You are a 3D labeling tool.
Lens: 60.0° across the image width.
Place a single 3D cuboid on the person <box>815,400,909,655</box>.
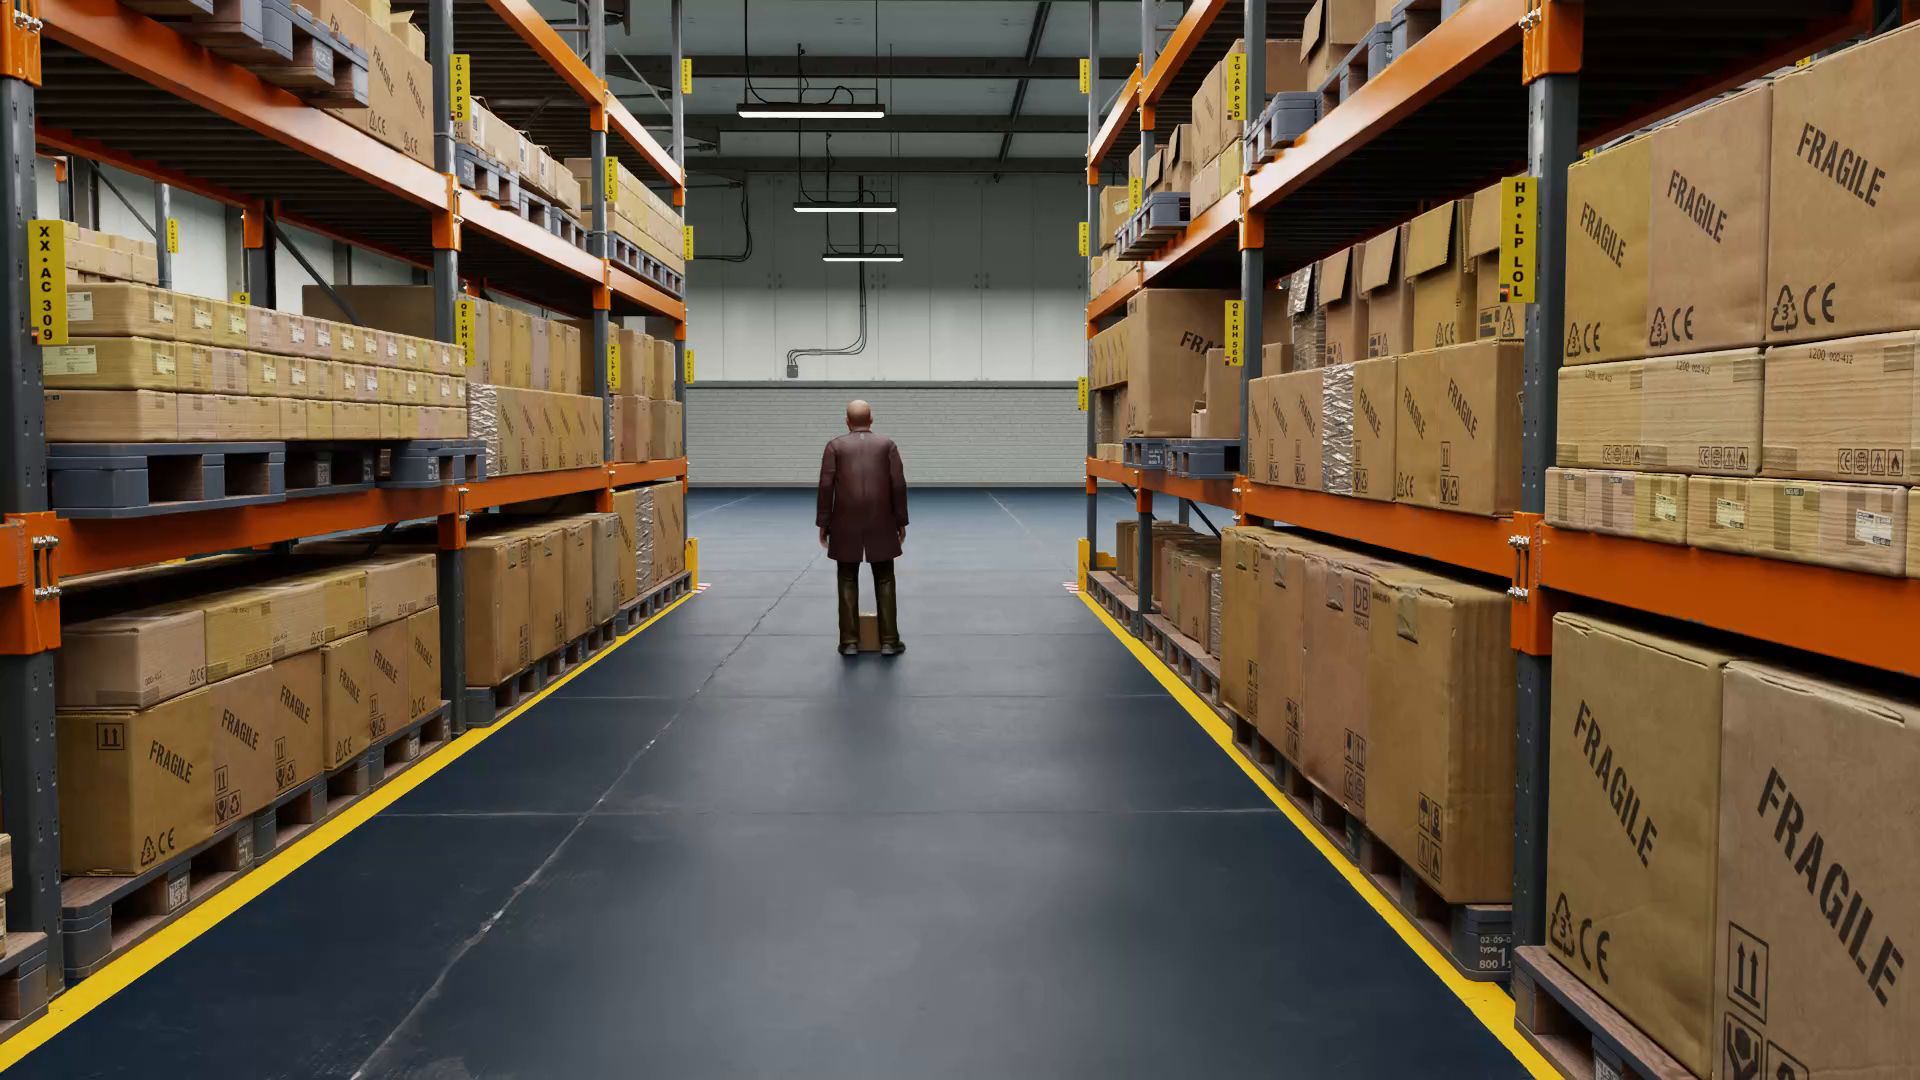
[{"bbox_3d":[-0.683,-0.090,11.616,0.653,1.774,0.423,0,4,-5],"label":"person"}]
